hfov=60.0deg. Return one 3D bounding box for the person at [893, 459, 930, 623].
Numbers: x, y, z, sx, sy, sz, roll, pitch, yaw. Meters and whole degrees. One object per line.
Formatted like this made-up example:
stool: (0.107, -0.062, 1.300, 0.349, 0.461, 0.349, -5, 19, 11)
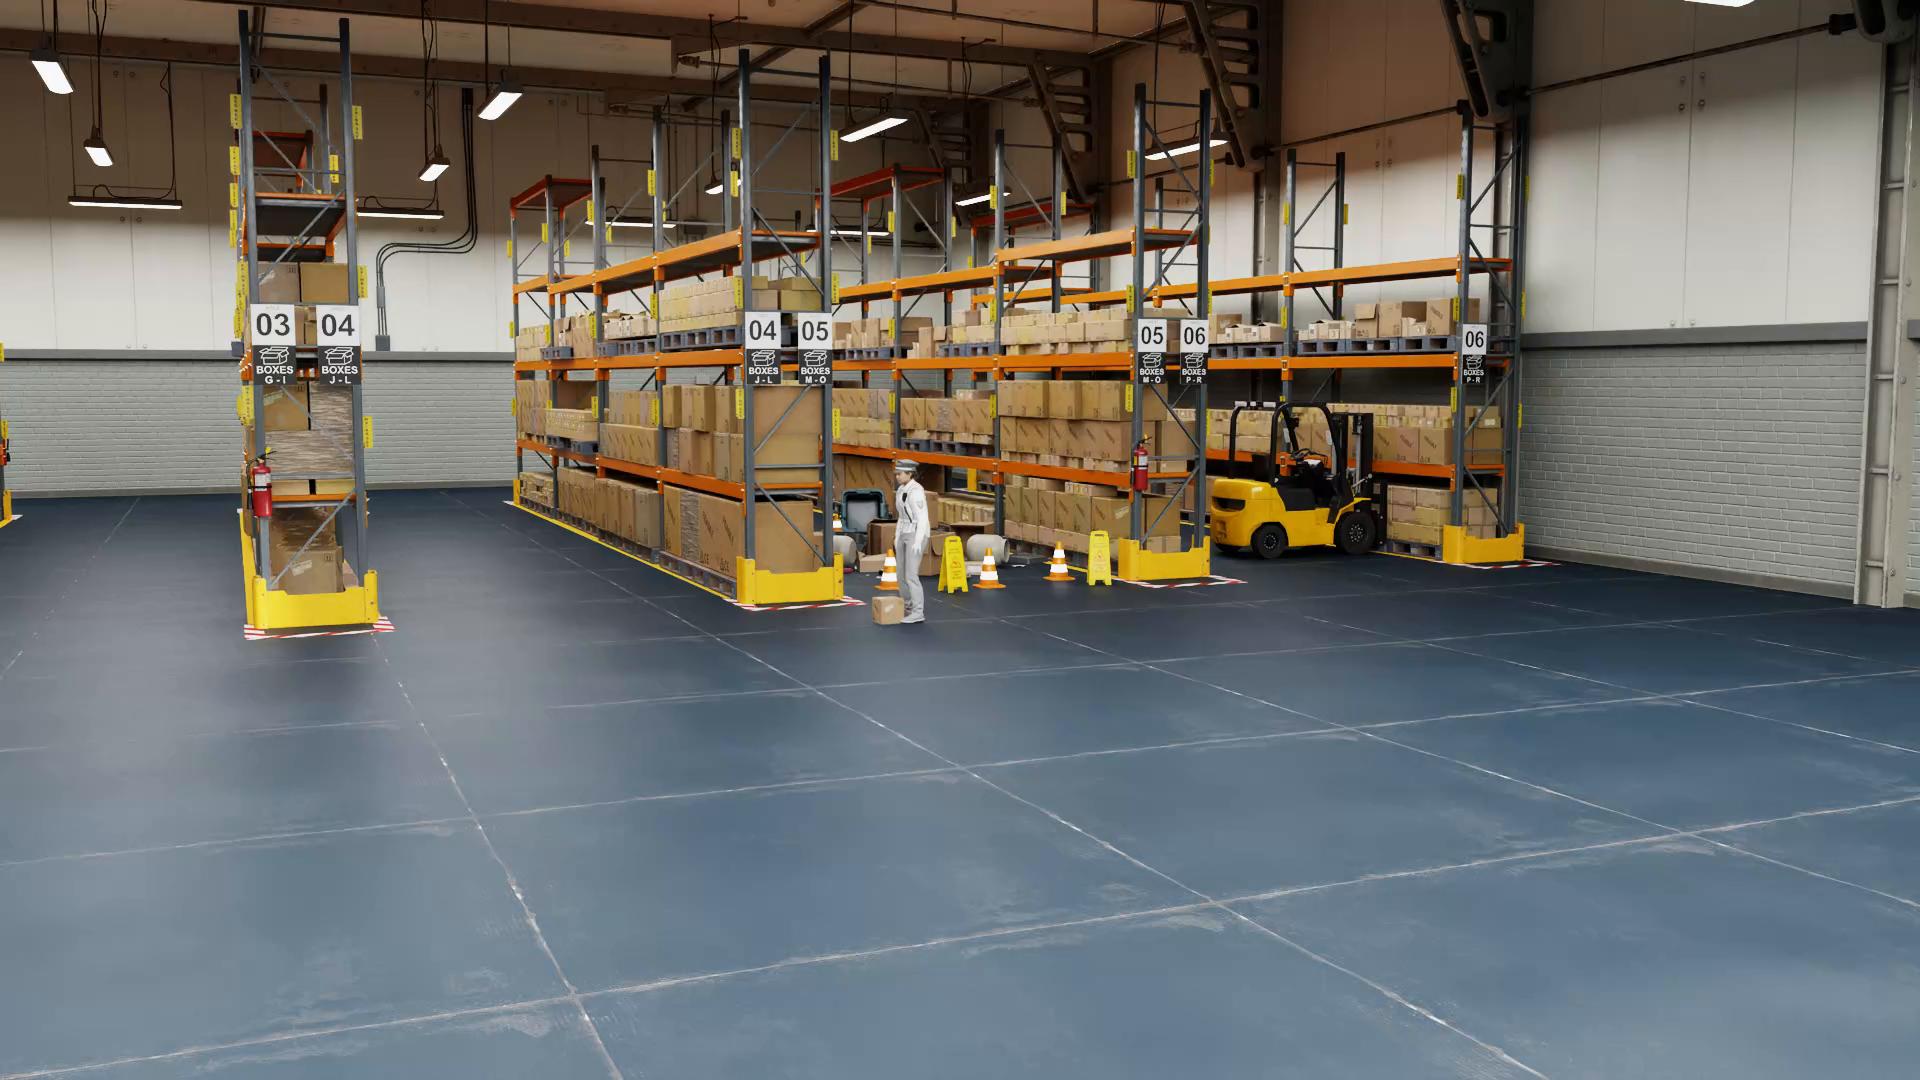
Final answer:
person: (-0.512, 0.004, 16.952, 0.374, 1.662, 0.539, -3, 6, -27)
